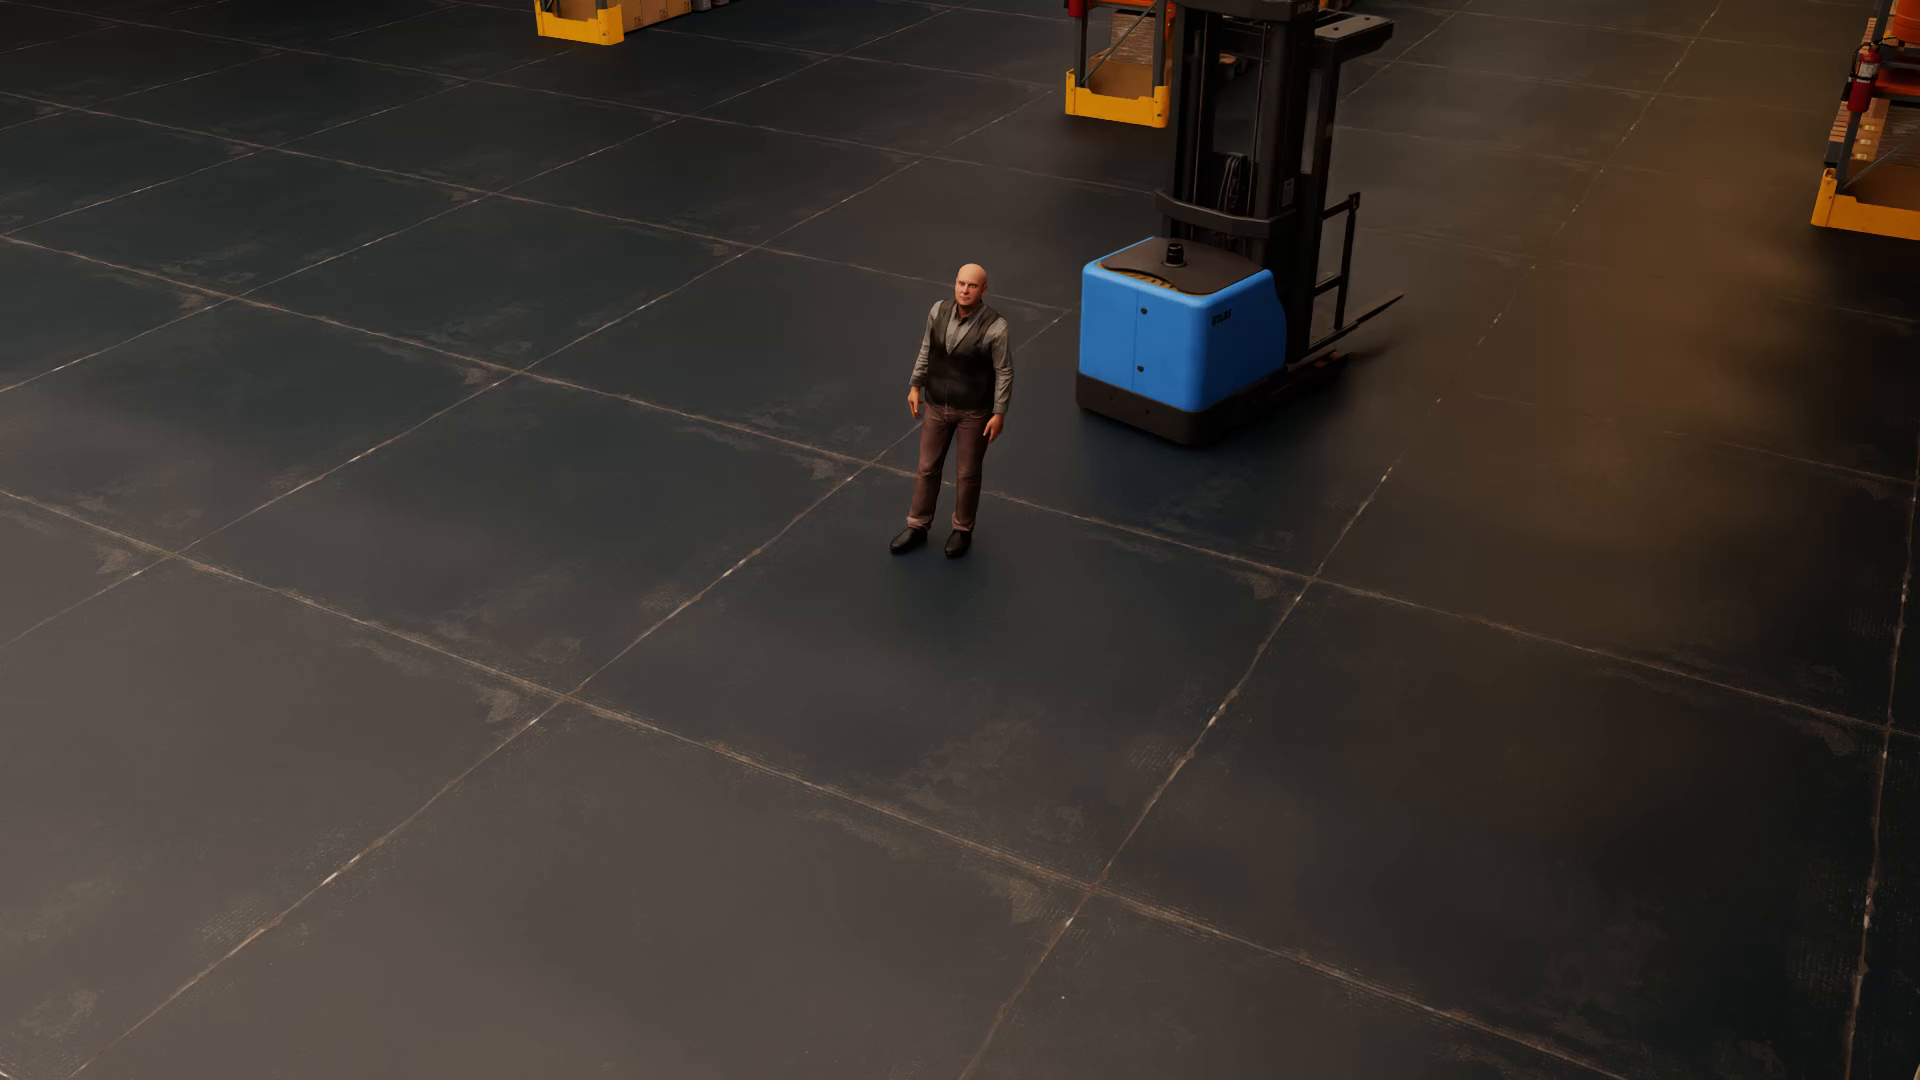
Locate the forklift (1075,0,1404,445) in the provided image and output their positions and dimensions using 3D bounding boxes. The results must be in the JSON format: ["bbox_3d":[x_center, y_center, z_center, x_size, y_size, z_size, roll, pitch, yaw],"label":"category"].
[{"bbox_3d":[2.165,-2.544,11.478,1.130,2.935,3.031,25,38,36],"label":"forklift"}]

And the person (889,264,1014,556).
[{"bbox_3d":[-0.037,-0.726,9.524,0.633,1.722,0.566,15,33,25],"label":"person"}]
